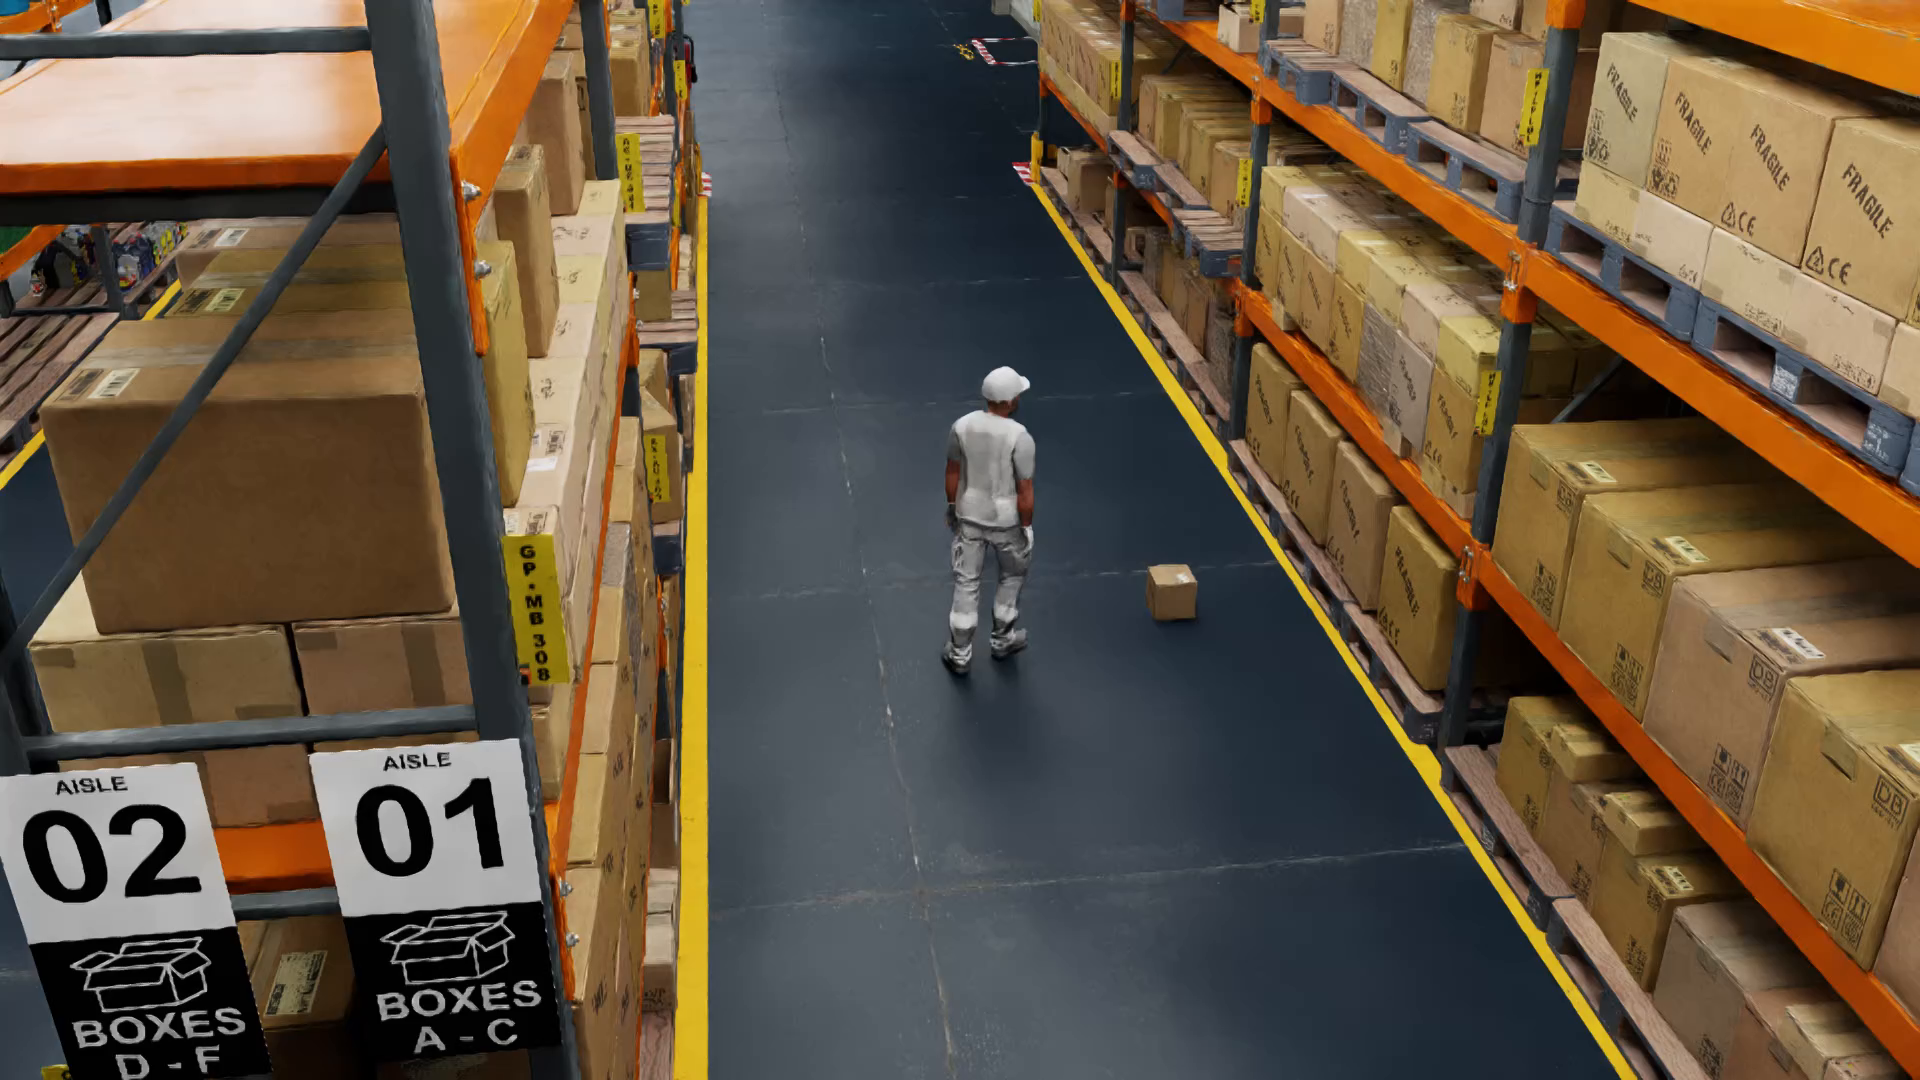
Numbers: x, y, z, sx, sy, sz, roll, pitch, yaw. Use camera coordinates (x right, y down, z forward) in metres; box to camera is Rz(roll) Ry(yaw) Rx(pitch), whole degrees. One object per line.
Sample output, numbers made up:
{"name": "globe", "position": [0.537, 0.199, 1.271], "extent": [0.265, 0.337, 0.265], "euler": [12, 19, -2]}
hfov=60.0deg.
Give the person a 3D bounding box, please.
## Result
{"name": "person", "position": [0.160, -0.114, 9.309], "extent": [0.569, 1.780, 0.584], "euler": [11, 29, 21]}
